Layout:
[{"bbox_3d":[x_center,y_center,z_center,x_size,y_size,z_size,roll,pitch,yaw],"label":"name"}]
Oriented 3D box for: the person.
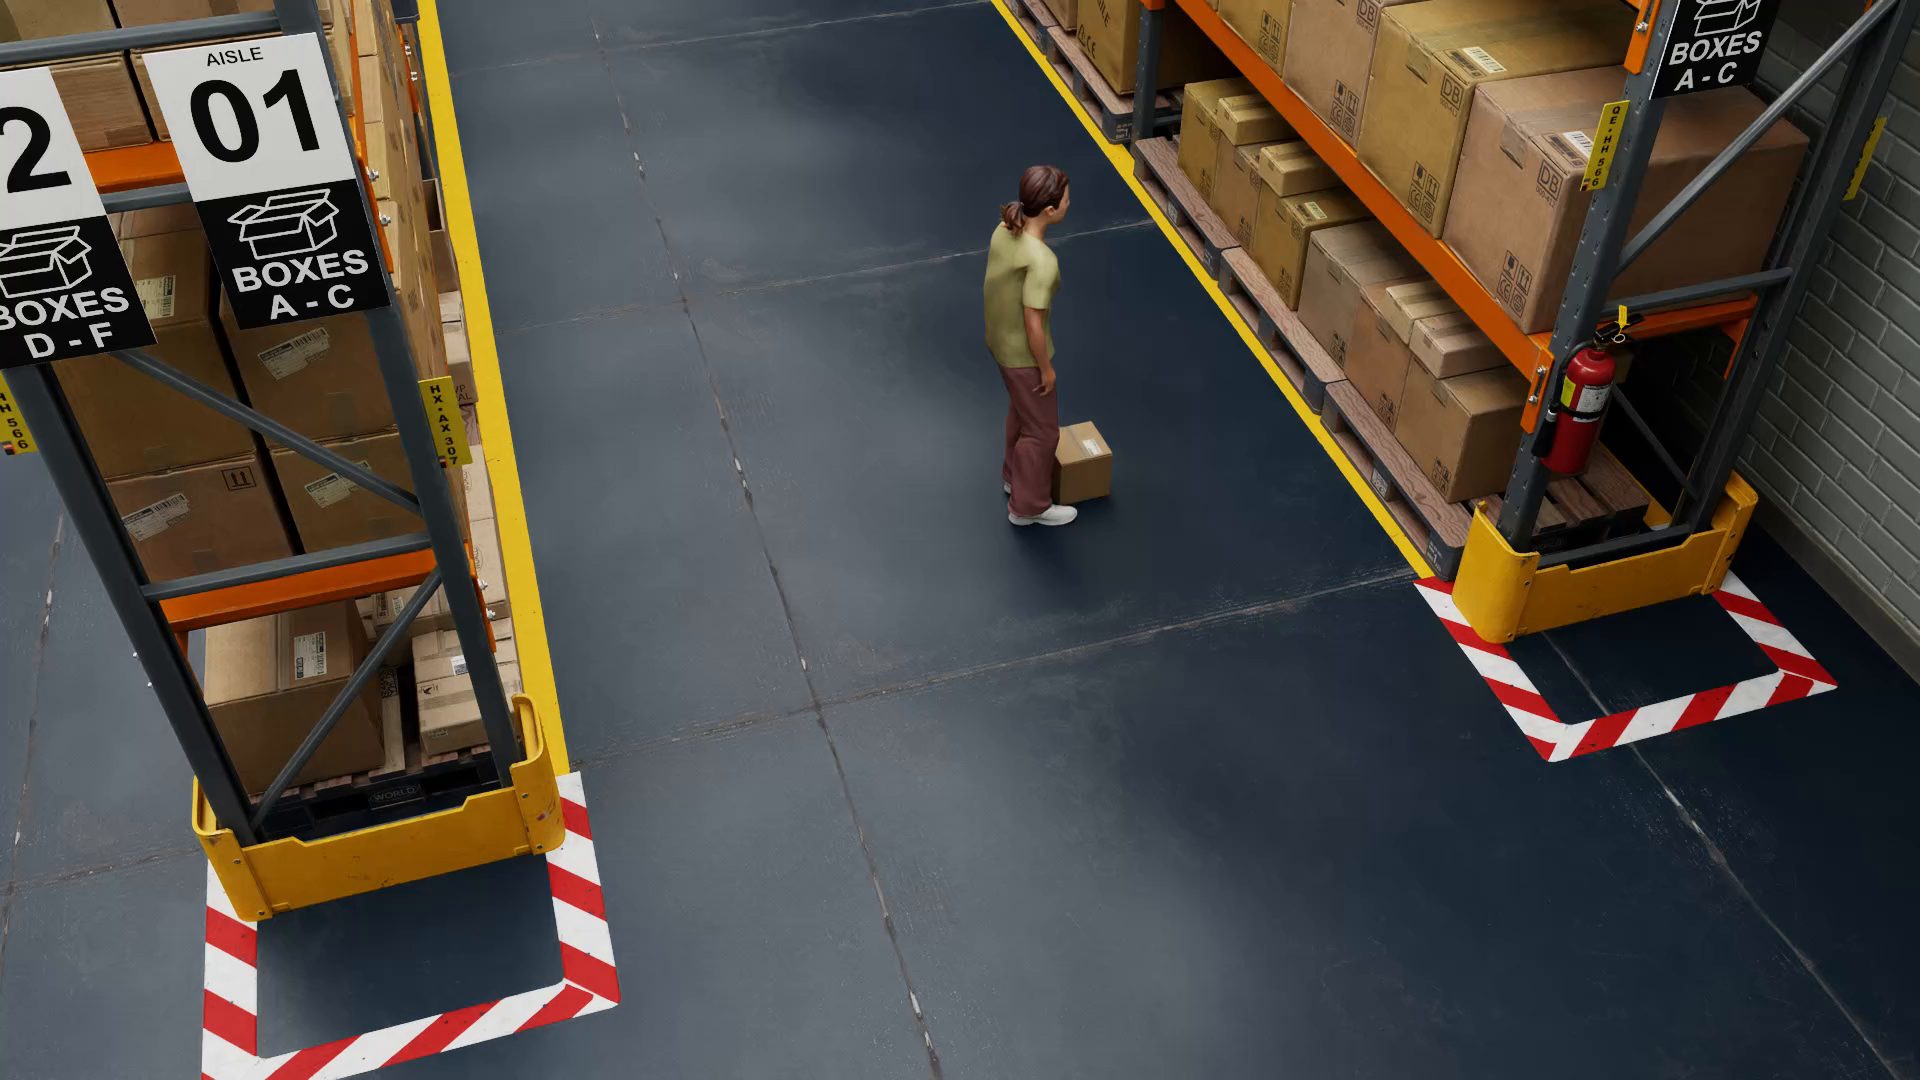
[{"bbox_3d":[0.317,-0.823,7.064,0.416,1.671,0.506,-14,44,-15],"label":"person"}]
